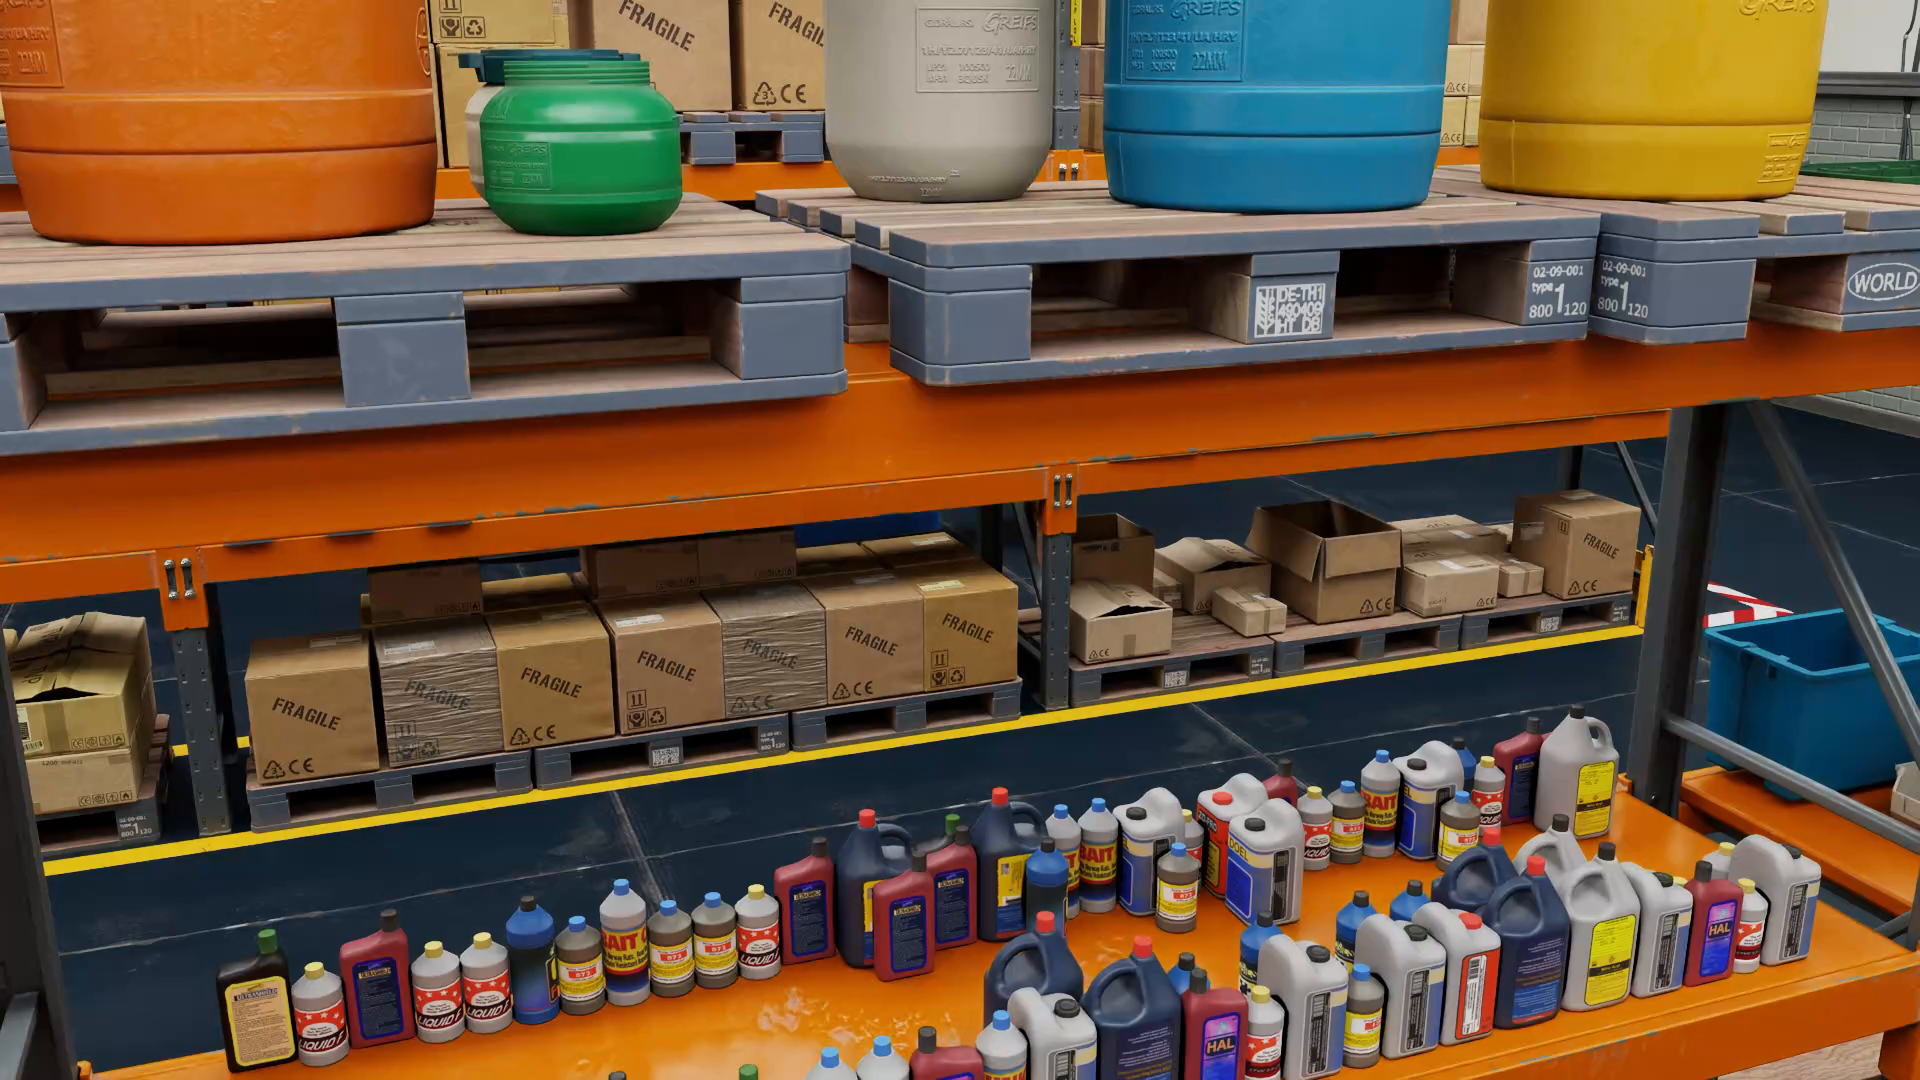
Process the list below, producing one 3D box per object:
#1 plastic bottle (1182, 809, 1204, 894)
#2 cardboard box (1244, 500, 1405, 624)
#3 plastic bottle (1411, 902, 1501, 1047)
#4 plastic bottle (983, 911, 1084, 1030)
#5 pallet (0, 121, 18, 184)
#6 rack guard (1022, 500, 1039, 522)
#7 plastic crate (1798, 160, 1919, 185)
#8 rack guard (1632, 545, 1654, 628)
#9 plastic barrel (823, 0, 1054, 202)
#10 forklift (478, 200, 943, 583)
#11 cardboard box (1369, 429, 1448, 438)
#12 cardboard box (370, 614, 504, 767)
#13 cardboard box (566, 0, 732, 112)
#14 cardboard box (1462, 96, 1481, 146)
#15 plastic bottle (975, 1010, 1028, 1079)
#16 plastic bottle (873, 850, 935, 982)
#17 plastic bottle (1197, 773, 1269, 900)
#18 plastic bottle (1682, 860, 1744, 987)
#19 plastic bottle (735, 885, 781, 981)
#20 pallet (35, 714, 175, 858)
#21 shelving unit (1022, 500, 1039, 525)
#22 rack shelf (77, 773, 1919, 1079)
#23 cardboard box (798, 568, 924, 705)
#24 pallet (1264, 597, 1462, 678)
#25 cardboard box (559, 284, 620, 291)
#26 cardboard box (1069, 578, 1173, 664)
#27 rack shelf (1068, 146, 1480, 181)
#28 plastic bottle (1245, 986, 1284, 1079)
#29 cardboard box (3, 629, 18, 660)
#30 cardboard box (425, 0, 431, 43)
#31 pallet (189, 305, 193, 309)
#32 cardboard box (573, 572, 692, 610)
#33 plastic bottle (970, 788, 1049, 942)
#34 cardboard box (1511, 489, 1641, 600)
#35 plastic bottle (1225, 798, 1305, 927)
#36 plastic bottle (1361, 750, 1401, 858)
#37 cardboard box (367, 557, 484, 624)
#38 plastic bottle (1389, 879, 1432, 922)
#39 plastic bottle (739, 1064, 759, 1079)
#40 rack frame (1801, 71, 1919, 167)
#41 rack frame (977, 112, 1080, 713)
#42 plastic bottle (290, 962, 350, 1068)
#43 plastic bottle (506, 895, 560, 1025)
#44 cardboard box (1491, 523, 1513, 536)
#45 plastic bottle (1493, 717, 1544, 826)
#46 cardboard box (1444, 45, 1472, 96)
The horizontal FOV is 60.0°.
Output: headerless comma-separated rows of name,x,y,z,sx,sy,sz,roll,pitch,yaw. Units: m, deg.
plastic bottle,0.544,0.756,4.053,0.097,0.201,0.097,0,16,0
cardboard box,2.079,0.109,9.555,0.637,0.503,0.797,-6,17,-20
plastic bottle,1.031,0.888,3.470,0.135,0.276,0.152,-6,17,-20
plastic bottle,0.145,0.903,3.286,0.185,0.351,0.144,-6,17,-20
pallet,-4.011,-1.541,6.533,1.003,0.211,1.213,-5,17,-18
rack guard,0.592,-0.196,11.823,0.087,0.250,0.587,-7,18,-22
plastic crate,2.383,-0.844,4.200,0.662,0.188,0.450,-6,17,-20
rack guard,3.990,0.116,10.315,0.348,0.500,1.175,-6,17,-20
plastic barrel,-0.038,-0.905,3.046,0.433,0.535,0.433,0,16,0
forklift,-1.678,-1.143,10.290,3.031,2.935,1.130,-7,18,-22
cardboard box,2.319,-0.869,9.056,0.500,0.500,0.500,-6,18,-21
cardboard box,-2.395,0.679,7.617,0.500,0.500,0.500,-7,18,-22
cardboard box,-1.415,-2.257,7.538,0.600,0.600,0.600,-7,18,-22
cardboard box,2.743,-2.235,8.829,0.500,0.250,0.500,-6,17,-20
plastic bottle,0.076,1.002,3.092,0.097,0.271,0.097,0,16,0
plastic bottle,-0.123,0.827,3.667,0.133,0.283,0.061,-6,17,-20
plastic bottle,0.662,0.716,4.058,0.135,0.276,0.152,-6,17,-20
plastic bottle,1.643,0.832,3.647,0.133,0.283,0.061,-6,17,-20
plastic bottle,-0.449,0.863,3.688,0.097,0.201,0.097,0,16,0
pallet,-4.192,1.127,7.387,1.213,0.211,1.003,-6,17,-20
shelving unit,0.134,-0.741,11.459,1.083,1.500,0.587,-7,18,-22
rack shelf,0.228,1.163,3.591,4.000,0.370,1.077,-6,17,-20
cardboard box,-0.497,0.474,8.317,0.500,0.500,0.500,-6,17,-20
pallet,2.109,0.458,9.666,1.213,0.211,1.003,-6,17,-20
cardboard box,-2.736,-1.975,12.260,0.500,0.500,0.500,-6,17,-20
cardboard box,0.796,0.406,8.883,0.500,0.311,0.500,-6,17,-20
rack shelf,2.194,-1.983,8.981,4.000,0.370,1.077,-6,17,-20
plastic bottle,0.590,0.980,3.290,0.097,0.201,0.097,0,16,0
cardboard box,-4.490,0.595,7.387,0.500,0.311,0.500,-7,18,-21
cardboard box,-2.523,-2.345,6.984,0.500,0.500,0.500,-6,17,-20
pallet,-5.812,-1.395,11.366,1.003,0.211,1.213,-6,17,-20
cardboard box,-1.648,0.441,8.427,0.500,0.500,0.500,-7,18,-22
plastic bottle,0.113,0.738,3.850,0.185,0.351,0.144,-6,17,-20
cardboard box,3.642,0.017,9.872,0.500,0.500,0.500,-6,17,-20
plastic bottle,0.716,0.756,3.922,0.135,0.276,0.152,-6,17,-20
plastic bottle,1.067,0.666,4.236,0.097,0.271,0.097,0,16,0
cardboard box,-2.568,0.182,7.981,0.500,0.250,0.500,-5,17,-18
plastic bottle,0.969,0.859,3.576,0.097,0.271,0.097,0,16,0
plastic bottle,-0.331,1.046,2.921,0.133,0.283,0.061,-6,17,-20
rack frame,2.095,-2.262,3.331,0.127,3.000,1.000,-6,17,-20
rack frame,0.326,-0.687,8.615,0.127,3.000,1.000,-6,17,-20
plastic bottle,-1.301,0.955,3.375,0.097,0.201,0.097,0,16,0
plastic bottle,-0.903,0.879,3.511,0.097,0.271,0.097,0,16,0
cardboard box,3.547,0.018,10.493,0.250,0.149,0.380,-6,17,-20
plastic bottle,1.476,0.610,4.403,0.133,0.283,0.061,-6,17,-20
cardboard box,2.273,-2.427,8.594,0.500,0.250,0.500,-6,17,-20
